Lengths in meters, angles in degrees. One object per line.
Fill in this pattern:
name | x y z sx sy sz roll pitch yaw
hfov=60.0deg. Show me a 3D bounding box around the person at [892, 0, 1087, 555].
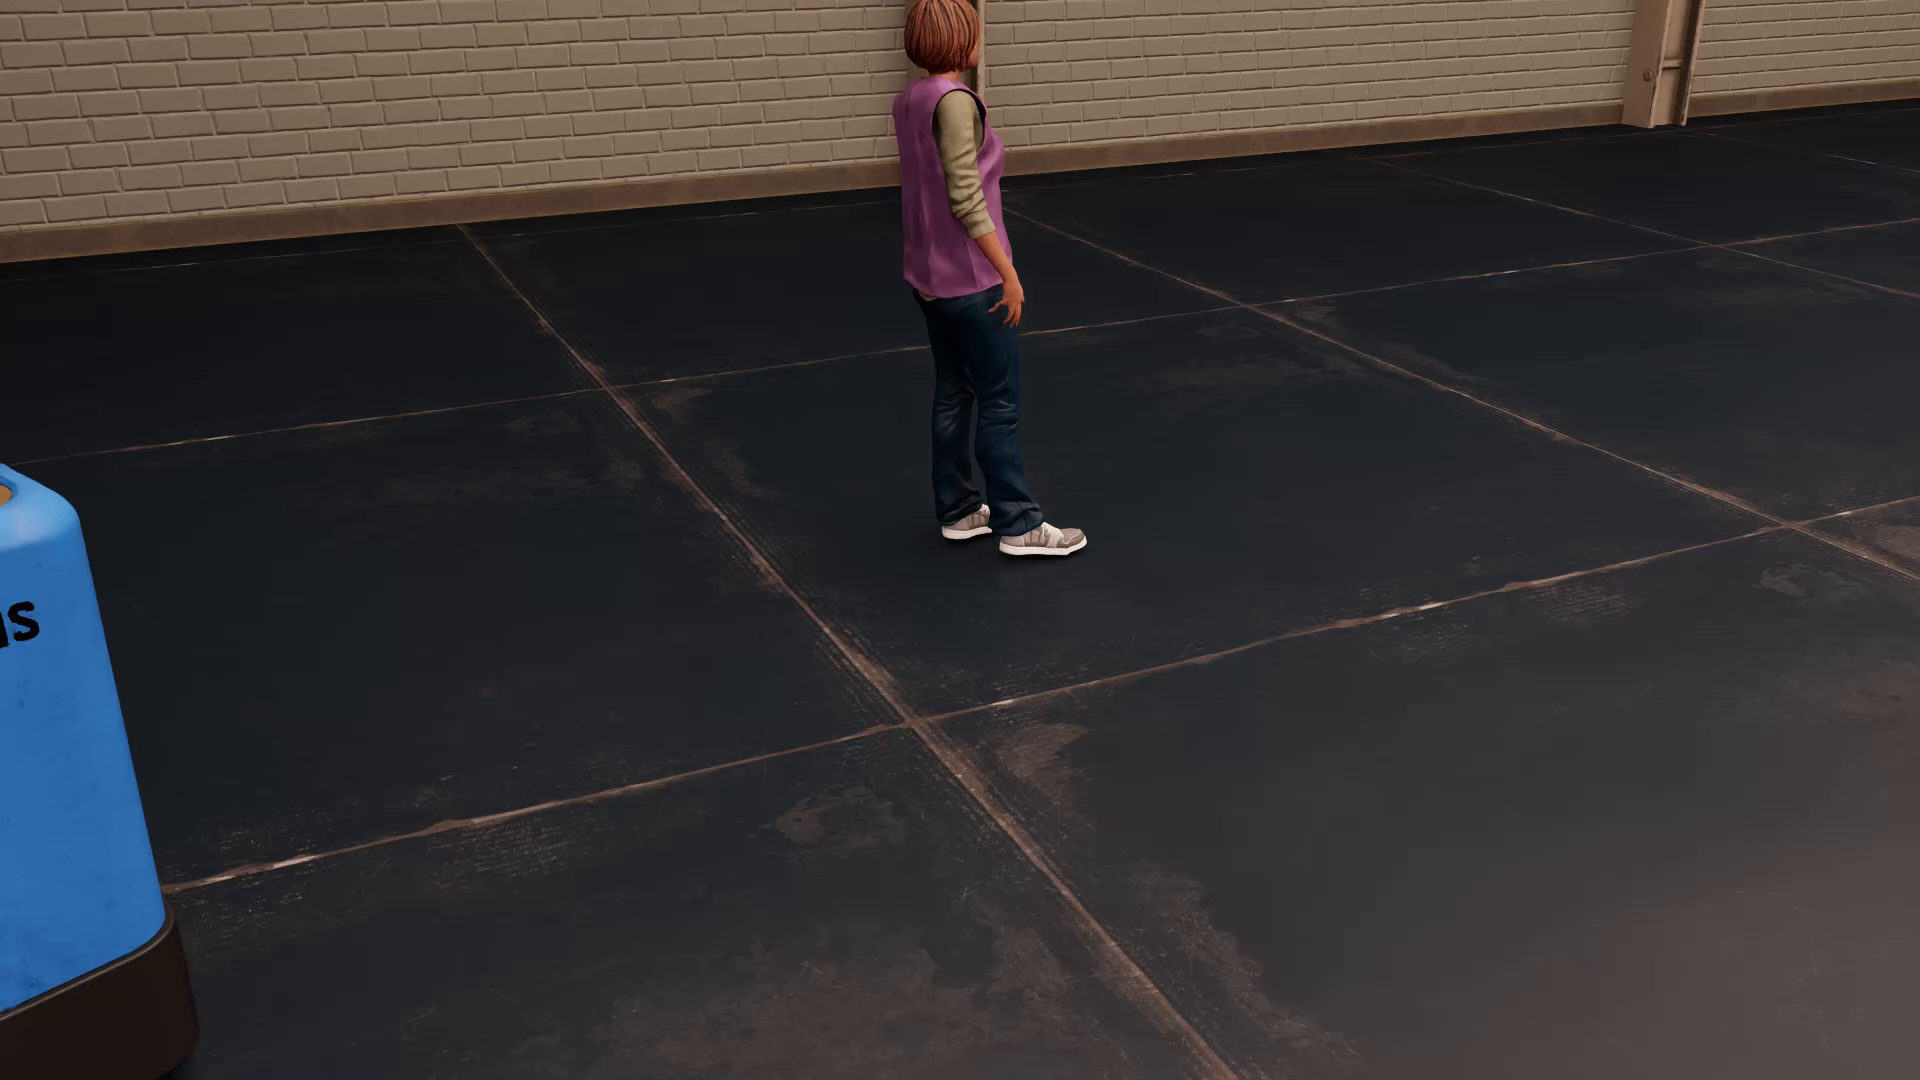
person | 0.073 -0.751 4.814 0.476 1.597 0.520 -10 25 -23
